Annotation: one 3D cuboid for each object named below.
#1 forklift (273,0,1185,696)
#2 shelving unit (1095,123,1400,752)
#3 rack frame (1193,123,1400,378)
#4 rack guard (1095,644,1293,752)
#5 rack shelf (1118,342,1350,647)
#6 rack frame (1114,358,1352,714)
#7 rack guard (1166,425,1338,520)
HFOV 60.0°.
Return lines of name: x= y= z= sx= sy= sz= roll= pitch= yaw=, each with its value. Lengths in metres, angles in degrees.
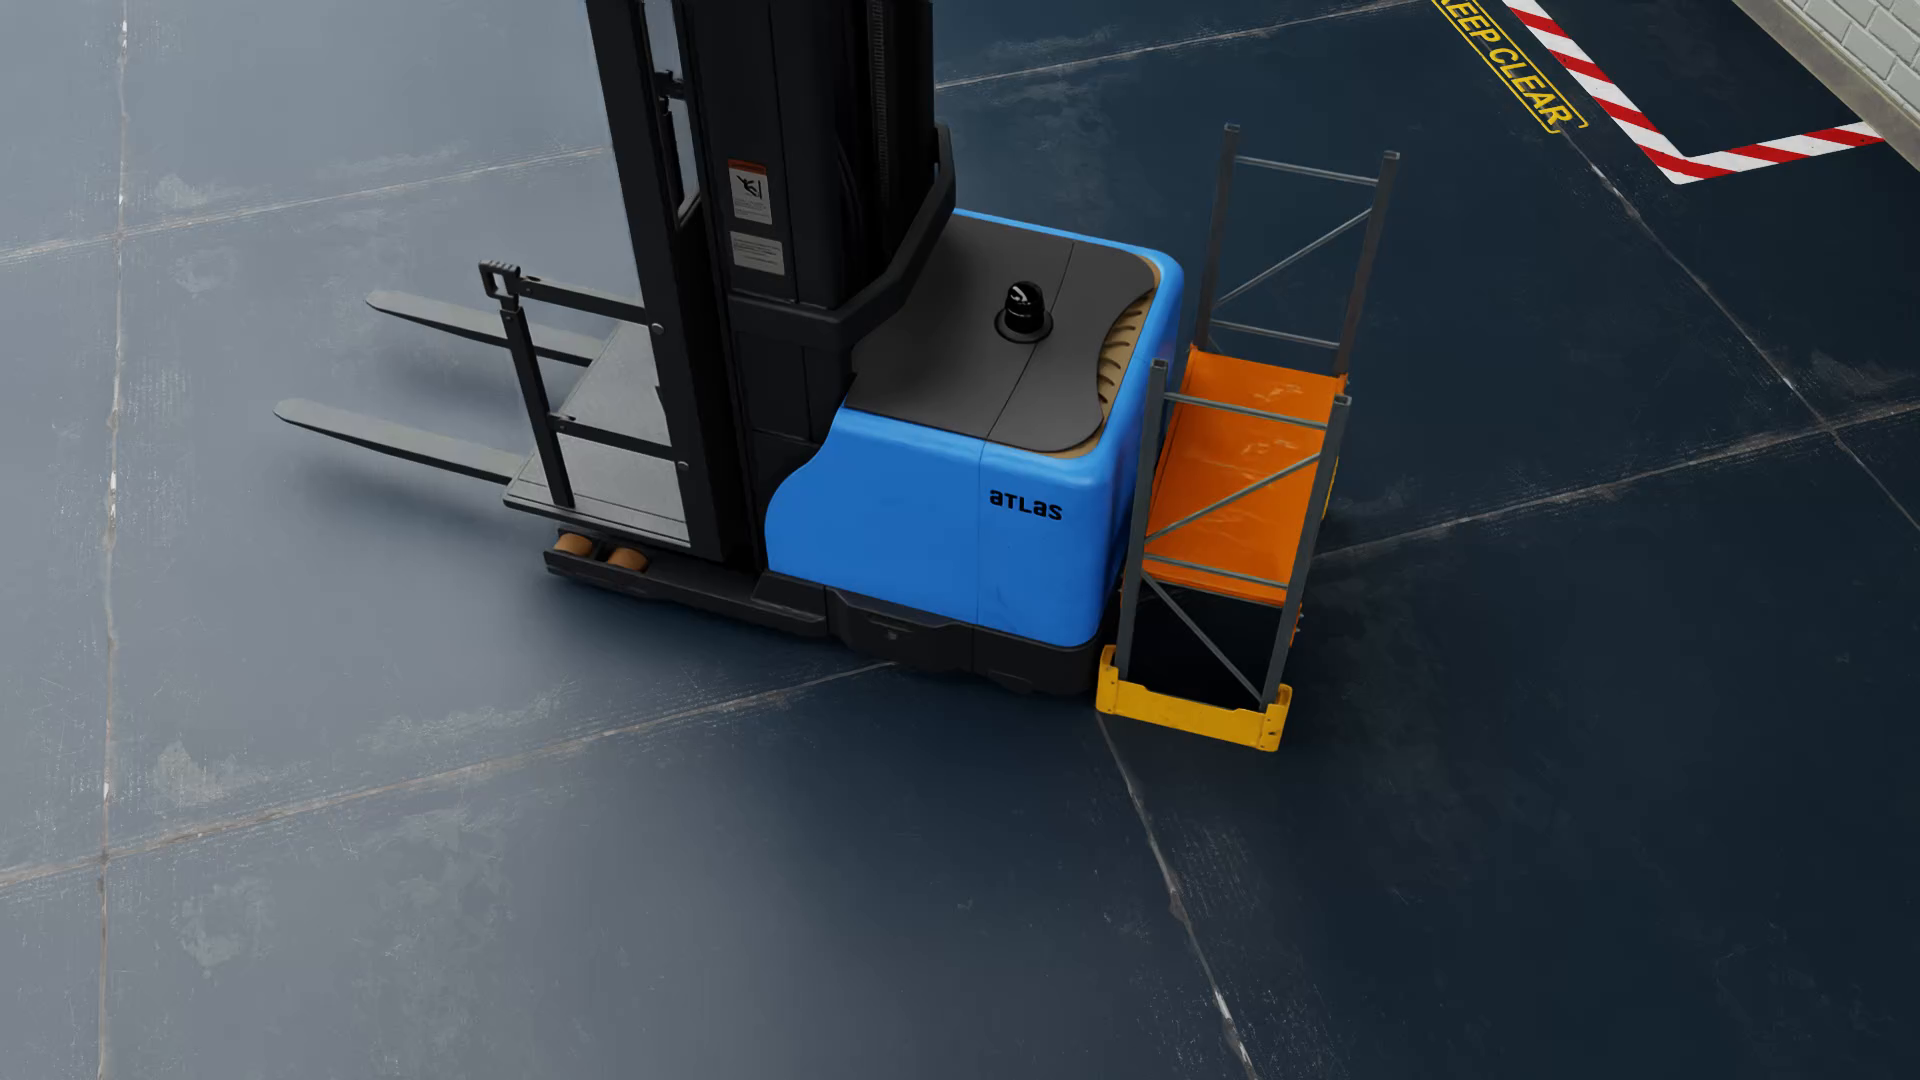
forklift: x=-0.873 y=-1.129 z=4.785 sx=3.031 sy=2.935 sz=1.130 roll=14 pitch=51 yaw=12
shelving unit: x=0.859 y=-0.276 z=5.002 sx=0.587 sy=1.500 sz=1.083 roll=13 pitch=51 yaw=10
rack frame: x=1.004 y=-0.656 z=5.322 sx=0.500 sy=1.500 sz=0.032 roll=13 pitch=51 yaw=10
rack guard: x=0.719 y=0.492 z=5.172 sx=0.587 sy=0.250 sz=0.087 roll=13 pitch=51 yaw=10
rack shelf: x=0.861 y=-0.167 z=5.145 sx=0.538 sy=0.185 sz=1.000 roll=13 pitch=51 yaw=10
rack frame: x=0.719 y=0.090 z=4.693 sx=0.500 sy=1.500 sz=0.032 roll=13 pitch=51 yaw=10
rack guard: x=0.998 y=-0.239 z=5.788 sx=0.587 sy=0.250 sz=0.087 roll=13 pitch=51 yaw=10
